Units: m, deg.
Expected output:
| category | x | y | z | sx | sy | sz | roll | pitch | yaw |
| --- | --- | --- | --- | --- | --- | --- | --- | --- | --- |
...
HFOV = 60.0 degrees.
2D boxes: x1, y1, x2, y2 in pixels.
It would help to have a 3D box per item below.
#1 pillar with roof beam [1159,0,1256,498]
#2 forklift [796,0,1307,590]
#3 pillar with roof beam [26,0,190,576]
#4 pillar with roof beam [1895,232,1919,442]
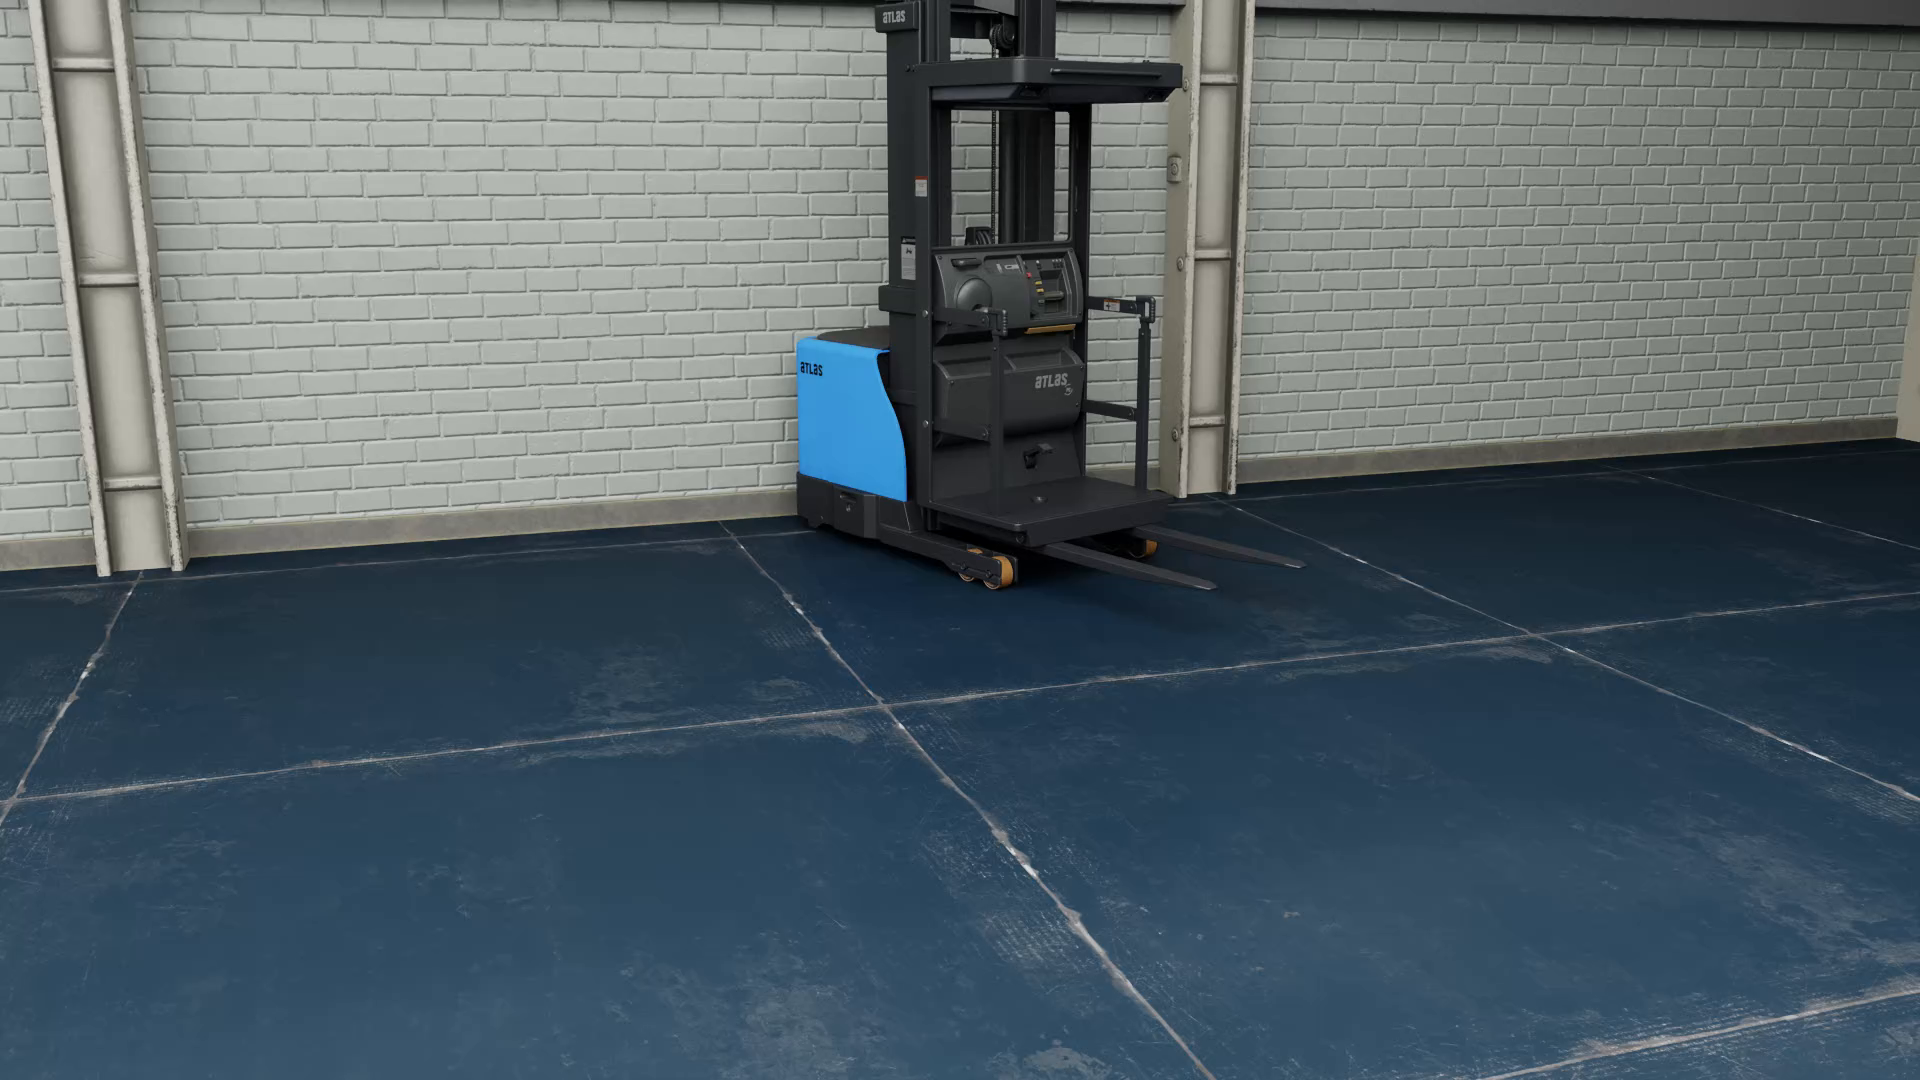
| category | x | y | z | sx | sy | sz | roll | pitch | yaw |
| --- | --- | --- | --- | --- | --- | --- | --- | --- | --- |
| pillar with roof beam | 2.859 | -3.741 | 5.424 | 0.400 | 9.000 | 9.100 | -4 | 14 | -18 |
| forklift | 0.393 | -1.314 | 8.333 | 1.130 | 2.935 | 3.031 | -11 | 17 | -38 |
| pillar with roof beam | -2.828 | -3.298 | 3.562 | 0.400 | 9.000 | 9.100 | -4 | 14 | -18 |
| pillar with roof beam | 8.545 | -4.184 | 7.286 | 0.400 | 9.000 | 9.100 | -4 | 14 | -18 |
